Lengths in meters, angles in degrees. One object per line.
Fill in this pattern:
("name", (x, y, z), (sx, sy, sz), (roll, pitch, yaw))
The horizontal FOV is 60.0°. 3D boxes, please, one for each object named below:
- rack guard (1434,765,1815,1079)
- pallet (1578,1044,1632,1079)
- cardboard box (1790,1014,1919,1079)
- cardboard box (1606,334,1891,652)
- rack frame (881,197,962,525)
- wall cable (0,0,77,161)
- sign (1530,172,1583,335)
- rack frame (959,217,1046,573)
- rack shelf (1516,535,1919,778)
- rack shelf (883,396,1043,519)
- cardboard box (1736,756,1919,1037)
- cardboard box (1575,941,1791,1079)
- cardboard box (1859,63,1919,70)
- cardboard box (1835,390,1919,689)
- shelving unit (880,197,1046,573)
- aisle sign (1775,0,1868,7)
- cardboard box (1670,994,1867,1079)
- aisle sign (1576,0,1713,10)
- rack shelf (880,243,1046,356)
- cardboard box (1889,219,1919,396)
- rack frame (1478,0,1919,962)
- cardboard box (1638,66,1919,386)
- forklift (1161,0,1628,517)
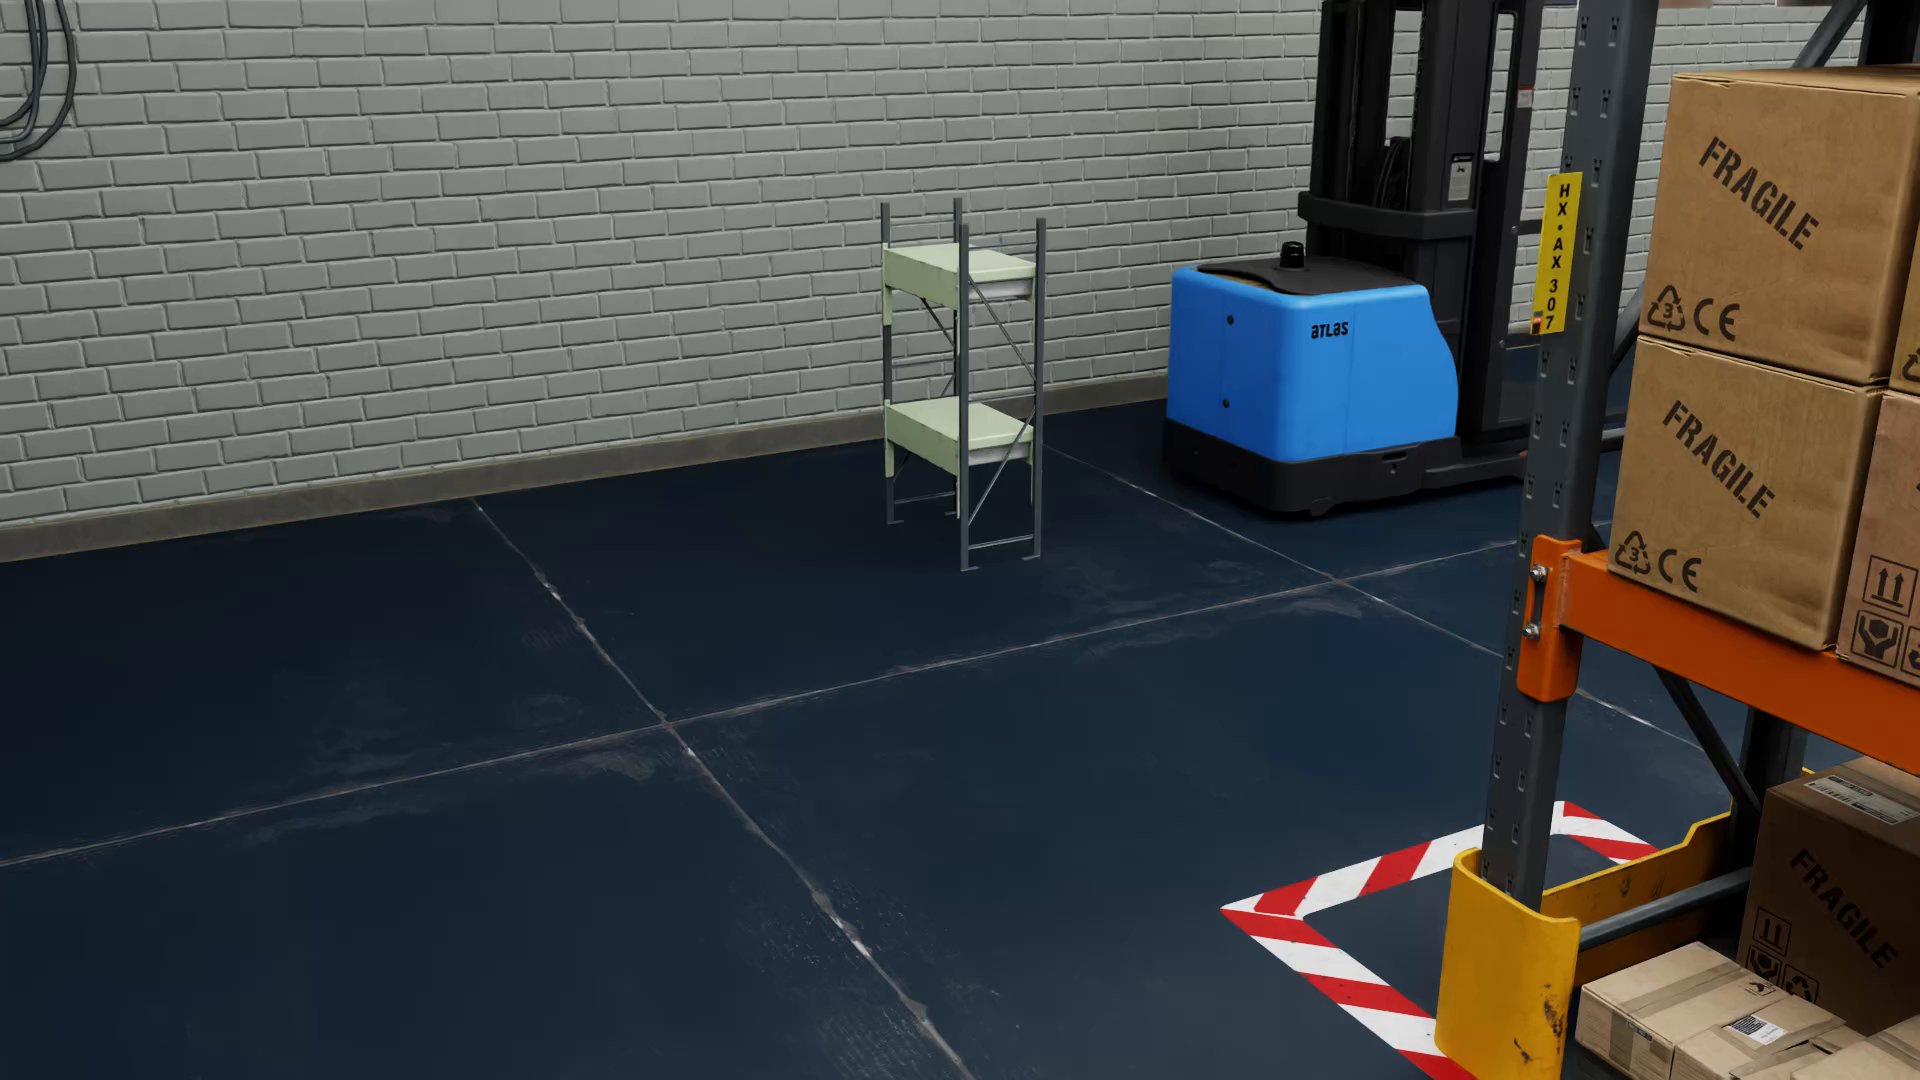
("rack guard", (1.733, 0.945, 4.125), (1.175, 0.500, 0.348), (-10, 21, -27))
("pallet", (2.113, 1.311, 3.510), (1.003, 0.211, 1.213), (-10, 21, -27))
("cardboard box", (1.943, 1.177, 3.162), (0.500, 0.250, 0.500), (-10, 21, -27))
("cardboard box", (1.676, -0.137, 3.277), (0.500, 0.500, 0.500), (-9, 21, -26))
("rack frame", (-0.171, -0.812, 7.686), (0.400, 1.500, 0.023), (-10, 21, -27))
("wall cable", (-5.032, -2.537, 5.948), (3.097, 2.526, 0.112), (-10, 21, -27))
("sign", (1.220, -0.583, 3.396), (0.100, 0.325, 0.005), (-10, 21, -27))
("rack frame", (0.177, -0.602, 7.077), (0.400, 1.500, 0.023), (-10, 21, -27))
("rack shelf", (2.647, 0.656, 2.234), (1.077, 0.370, 4.000), (-10, 21, -27))
("rack shelf", (0.003, -0.399, 7.488), (0.431, 0.370, 0.720), (-10, 21, -27))
("cardboard box", (2.172, 0.833, 3.775), (0.500, 0.500, 0.500), (-10, 21, -27))
("cardboard box", (1.594, 1.055, 3.672), (0.380, 0.149, 0.250), (-10, 21, -27))
("cardboard box", (2.150, -0.693, 3.355), (0.500, 0.500, 0.500), (-10, 22, -27))
("cardboard box", (1.925, 0.010, 2.850), (0.500, 0.500, 0.500), (-10, 22, -27))
("shelving unit", (0.003, -0.707, 7.381), (0.431, 1.500, 0.755), (-10, 21, -27))
("aisle sign", (1.934, -1.554, 3.551), (0.394, 0.787, 0.004), (-10, 21, -27))
("cardboard box", (1.712, 1.118, 3.461), (0.380, 0.166, 0.250), (-10, 21, -27))
("aisle sign", (1.406, -1.461, 3.282), (0.394, 0.787, 0.004), (-10, 21, -27))
("rack shelf", (0.003, -1.076, 7.254), (0.431, 0.370, 0.720), (-10, 21, -27))
("cardboard box", (1.931, -0.461, 2.683), (0.500, 0.500, 0.500), (-10, 21, -26))
("rack frame", (1.697, -0.258, 3.781), (1.000, 3.000, 0.127), (-10, 21, -27))
("cardboard box", (1.676, -0.610, 3.114), (0.500, 0.500, 0.500), (-9, 21, -25))
("forklift", (2.589, -1.816, 8.402), (3.031, 2.935, 1.130), (-10, 21, -26))
